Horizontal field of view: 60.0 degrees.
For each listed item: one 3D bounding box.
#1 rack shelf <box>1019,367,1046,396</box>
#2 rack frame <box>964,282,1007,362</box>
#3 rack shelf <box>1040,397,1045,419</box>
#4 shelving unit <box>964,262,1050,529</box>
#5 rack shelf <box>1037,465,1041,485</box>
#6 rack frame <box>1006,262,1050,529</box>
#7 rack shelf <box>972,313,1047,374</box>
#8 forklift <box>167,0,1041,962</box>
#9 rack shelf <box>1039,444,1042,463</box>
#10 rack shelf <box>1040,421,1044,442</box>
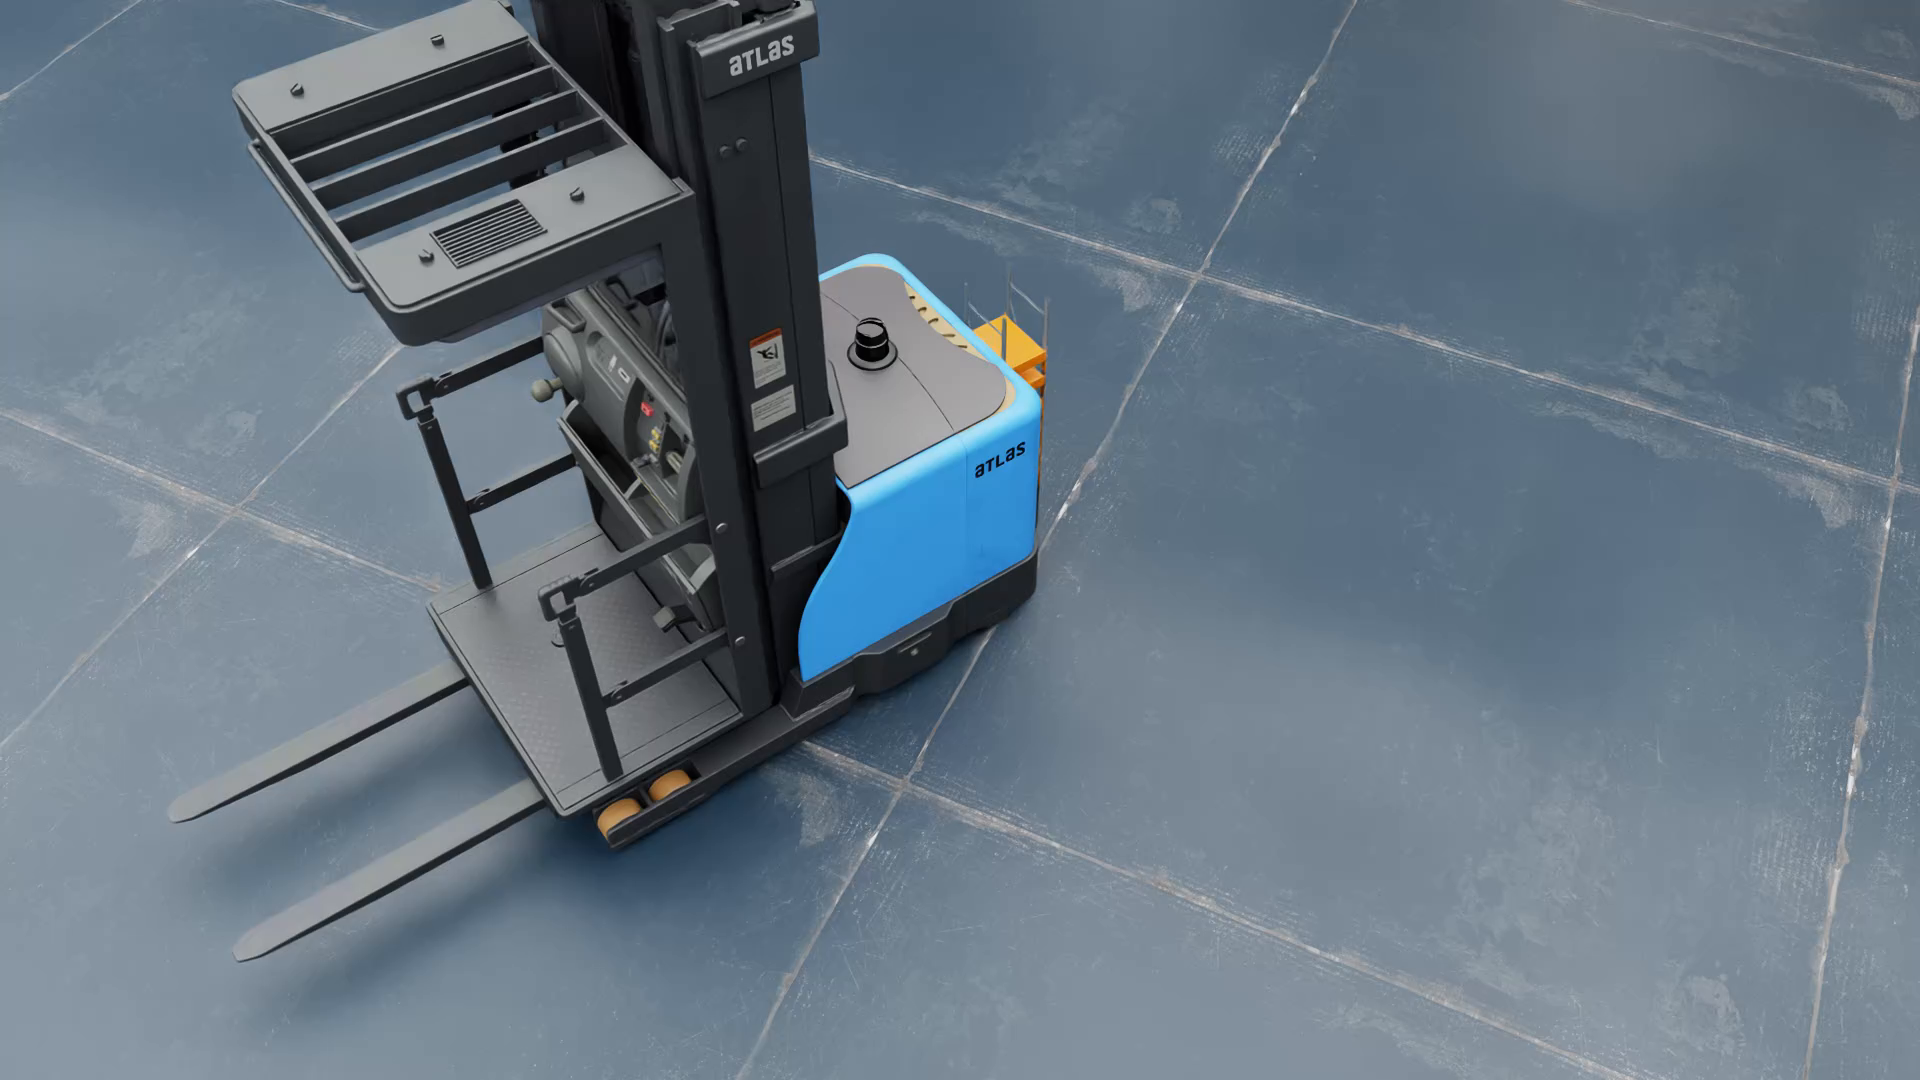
[{"bbox_3d":[0.162,-0.594,6.026,0.180,0.103,0.258,-29,55,-22],"label":"rack shelf"},{"bbox_3d":[0.087,-0.427,6.141,0.006,1.200,0.240,-29,55,-22],"label":"rack frame"},{"bbox_3d":[0.162,-0.516,6.117,0.180,0.103,0.258,-29,55,-22],"label":"rack shelf"},{"bbox_3d":[0.162,-0.467,6.175,0.189,1.200,0.258,-29,55,-22],"label":"shelving unit"},{"bbox_3d":[0.162,-0.283,6.392,0.180,0.103,0.258,-29,55,-22],"label":"rack shelf"},{"bbox_3d":[0.236,-0.508,6.210,0.006,1.200,0.240,-29,55,-22],"label":"rack frame"},{"bbox_3d":[0.162,-0.672,5.935,0.180,0.103,0.258,-29,55,-22],"label":"rack shelf"},{"bbox_3d":[-1.205,-0.373,4.958,3.031,2.935,1.130,-29,55,-22],"label":"forklift"},{"bbox_3d":[0.162,-0.361,6.300,0.180,0.103,0.258,-29,55,-22],"label":"rack shelf"},{"bbox_3d":[0.162,-0.439,6.209,0.180,0.103,0.258,-29,55,-22],"label":"rack shelf"}]
